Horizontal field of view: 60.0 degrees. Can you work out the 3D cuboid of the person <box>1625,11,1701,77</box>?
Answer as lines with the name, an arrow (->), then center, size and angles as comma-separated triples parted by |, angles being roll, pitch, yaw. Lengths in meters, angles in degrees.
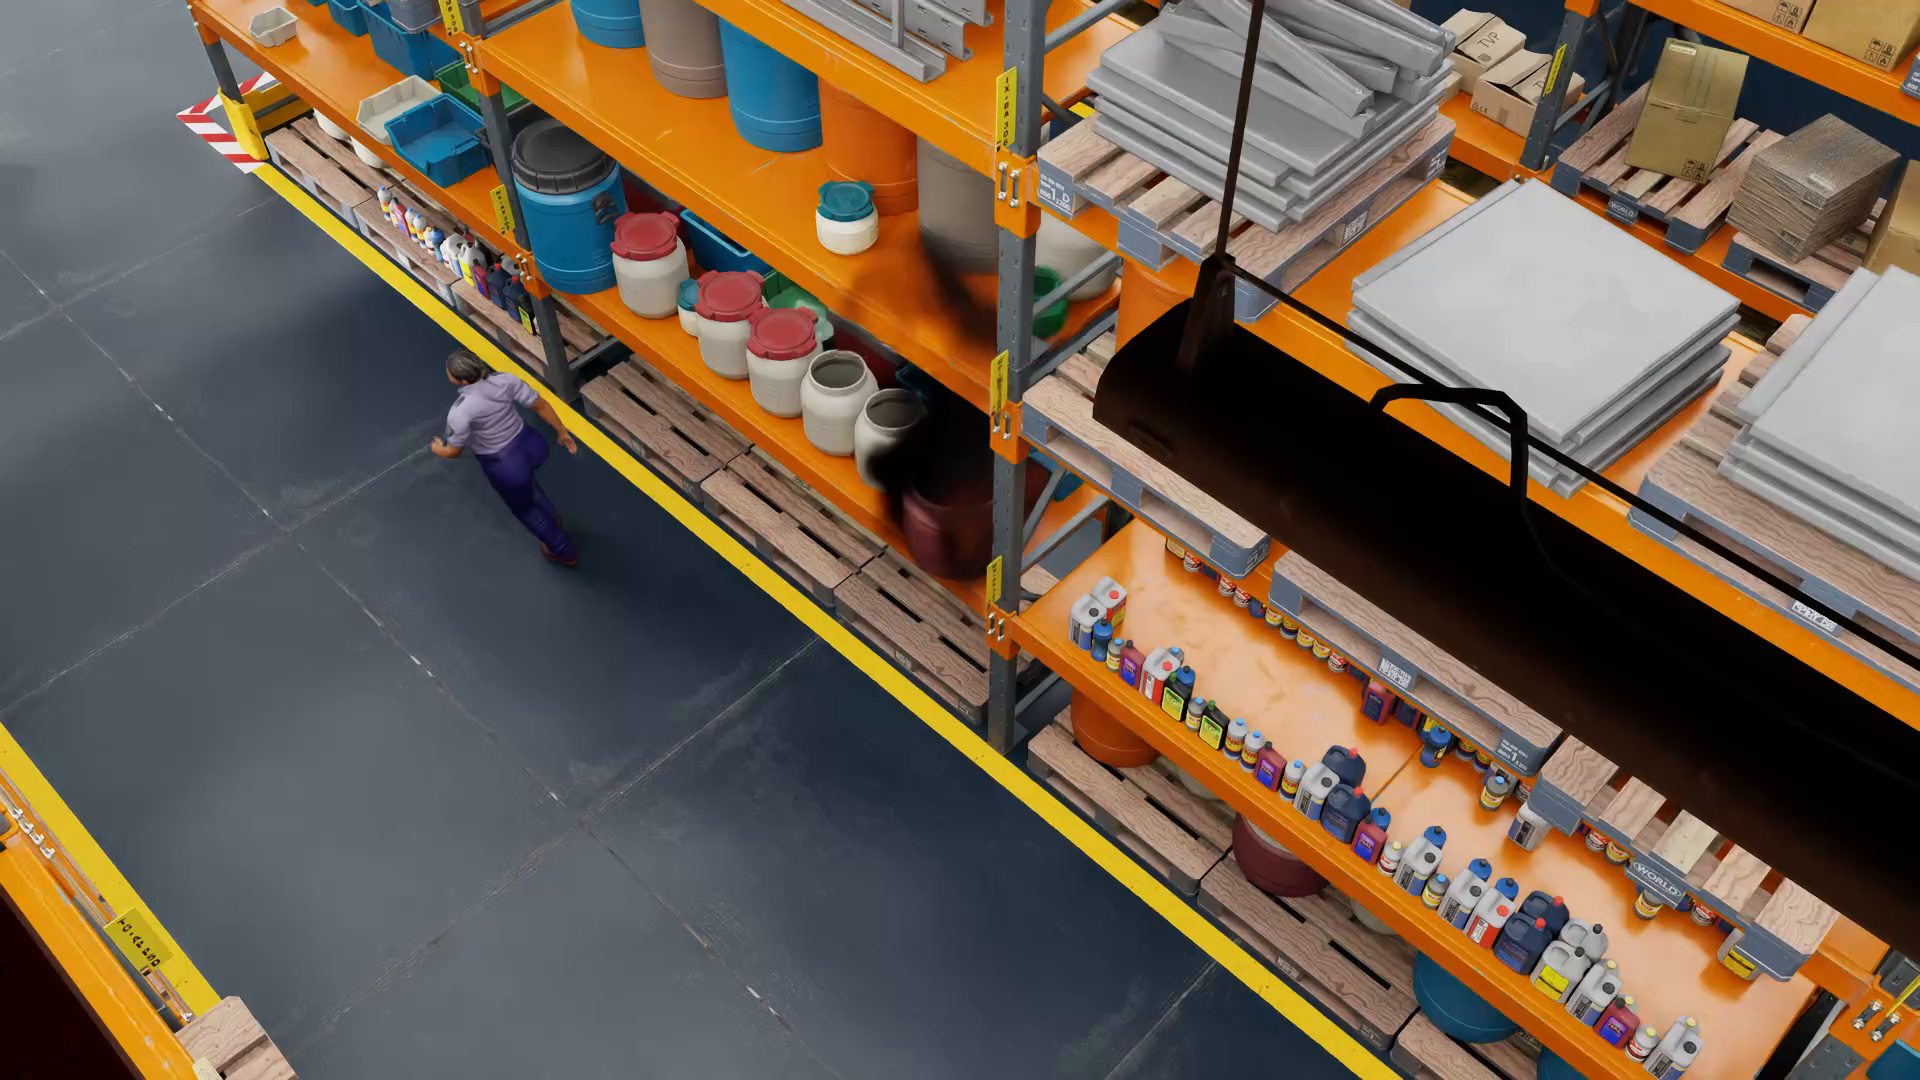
person -> 5.557, -4.217, 12.855 | 0.848, 1.701, 0.520 | 29, 56, 22

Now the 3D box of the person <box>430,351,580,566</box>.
person -> -2.696, -0.497, 9.753 | 0.765, 1.588, 0.585 | 24, 54, 19
